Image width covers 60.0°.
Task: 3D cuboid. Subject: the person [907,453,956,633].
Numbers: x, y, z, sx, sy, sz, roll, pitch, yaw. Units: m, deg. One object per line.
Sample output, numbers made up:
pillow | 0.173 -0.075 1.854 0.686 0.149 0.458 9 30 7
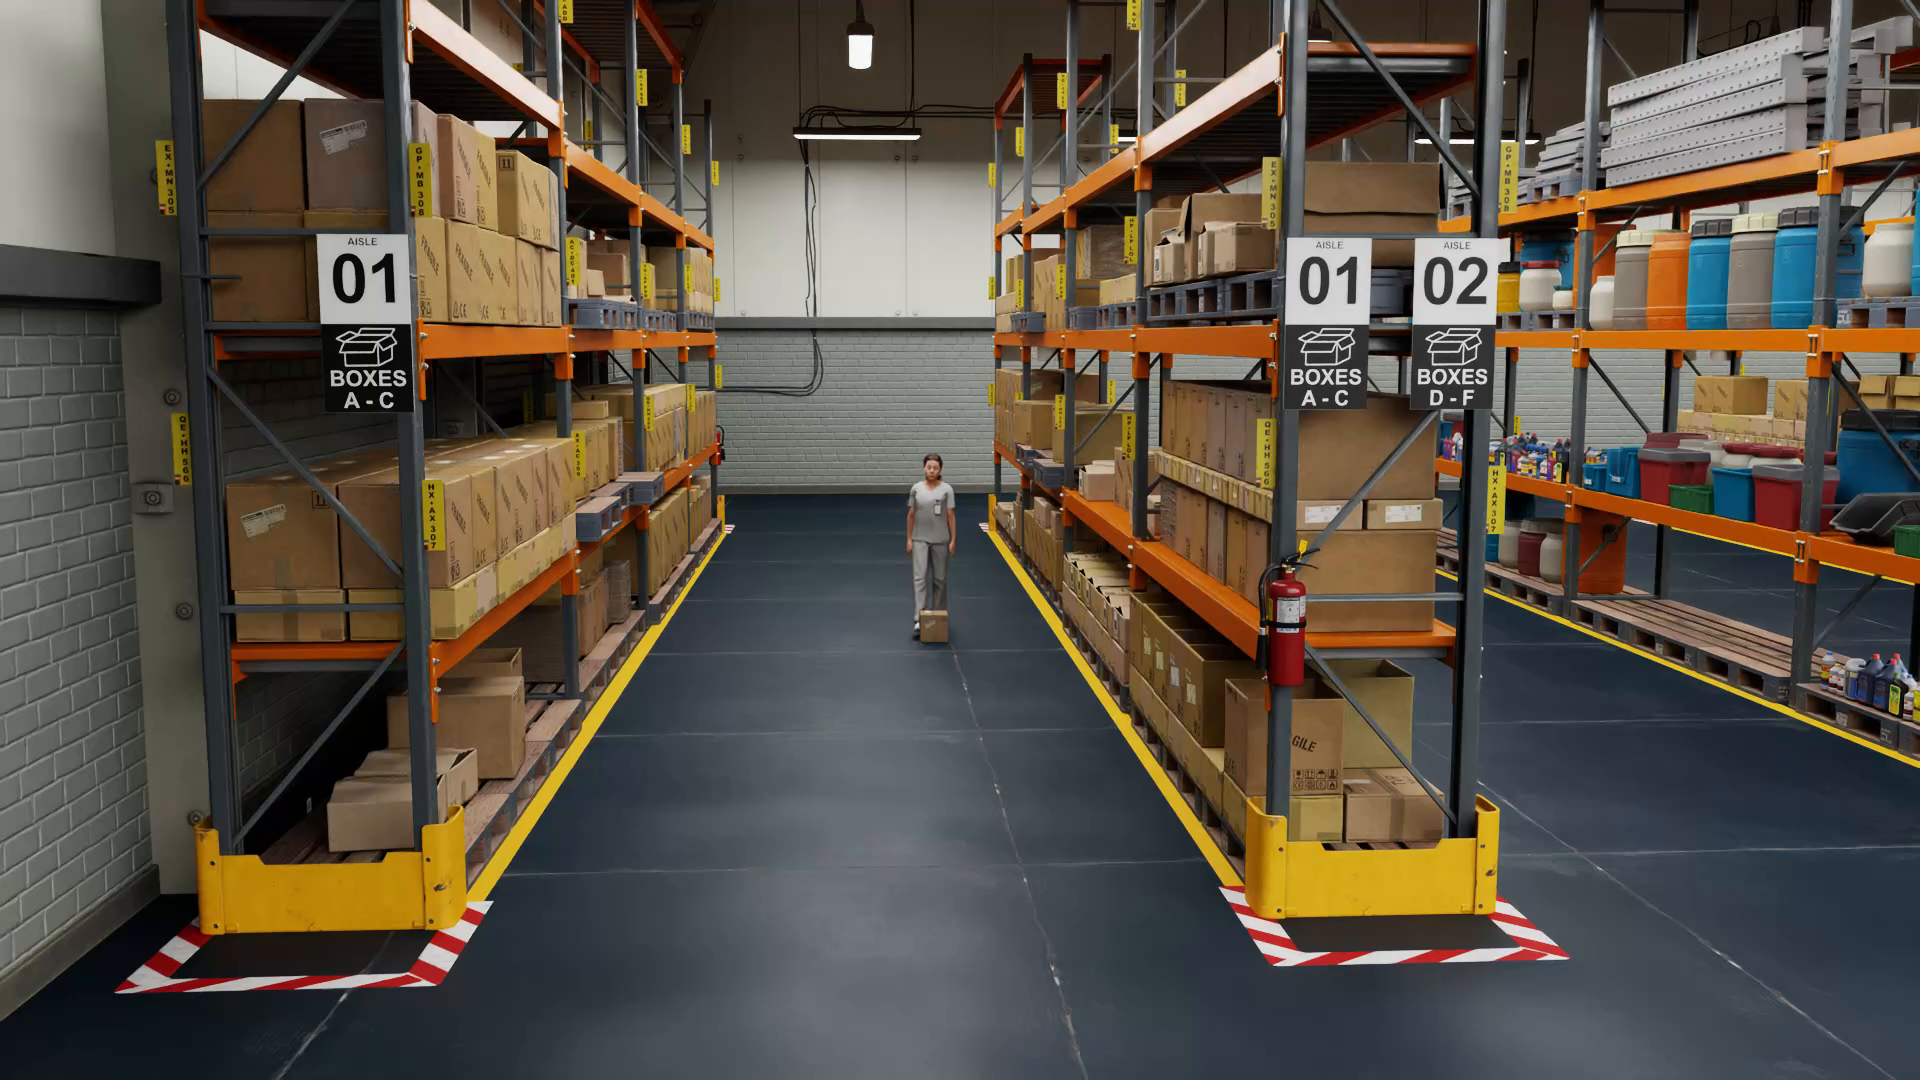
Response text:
person | -0.281 0.032 15.480 0.462 1.665 0.722 1 7 5
